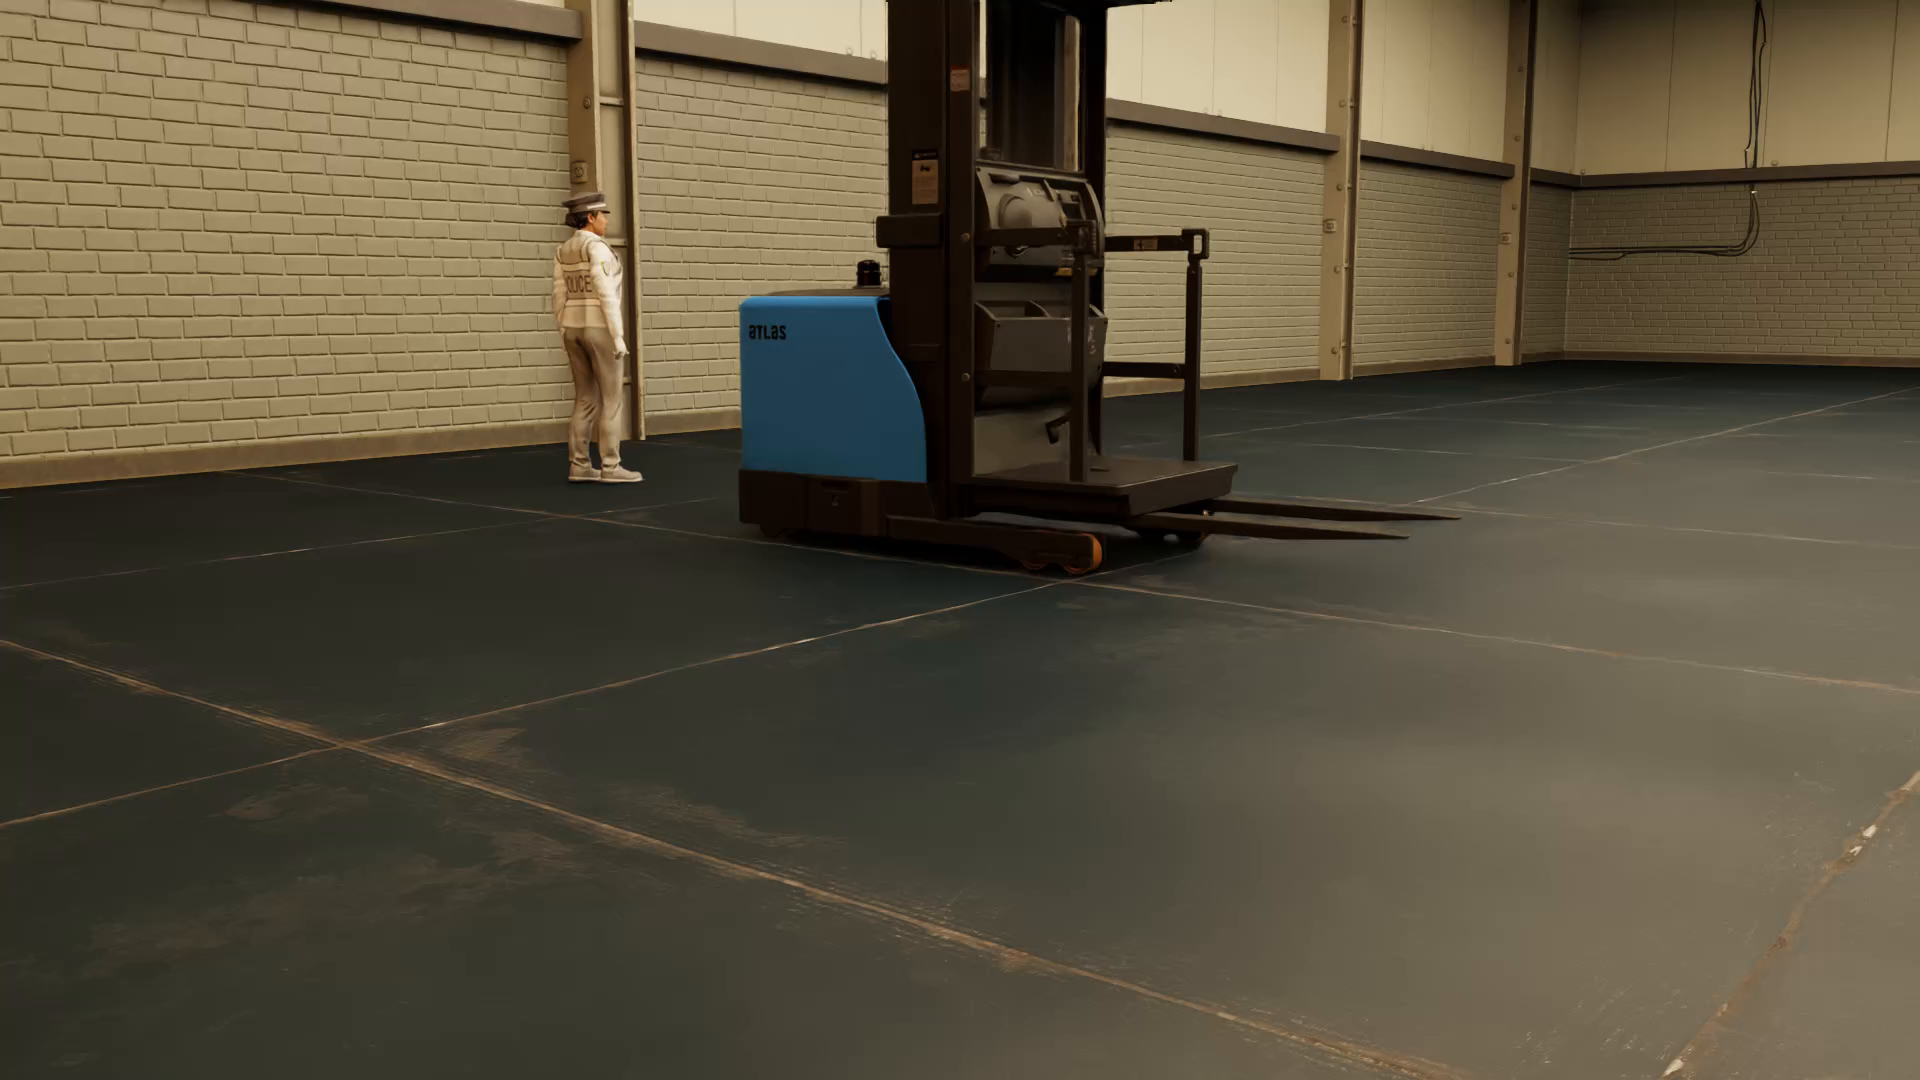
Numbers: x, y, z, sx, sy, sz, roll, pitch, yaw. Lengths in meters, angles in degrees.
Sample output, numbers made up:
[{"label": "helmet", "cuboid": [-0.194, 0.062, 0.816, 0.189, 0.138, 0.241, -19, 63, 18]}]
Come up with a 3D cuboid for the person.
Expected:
[{"label": "person", "cuboid": [-2.101, -1.171, 9.618, 0.548, 1.683, 0.360, 7, 11, 38]}]

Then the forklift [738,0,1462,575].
[{"label": "forklift", "cuboid": [0.515, -1.402, 6.864, 3.031, 2.935, 1.130, 6, 10, 33]}]
